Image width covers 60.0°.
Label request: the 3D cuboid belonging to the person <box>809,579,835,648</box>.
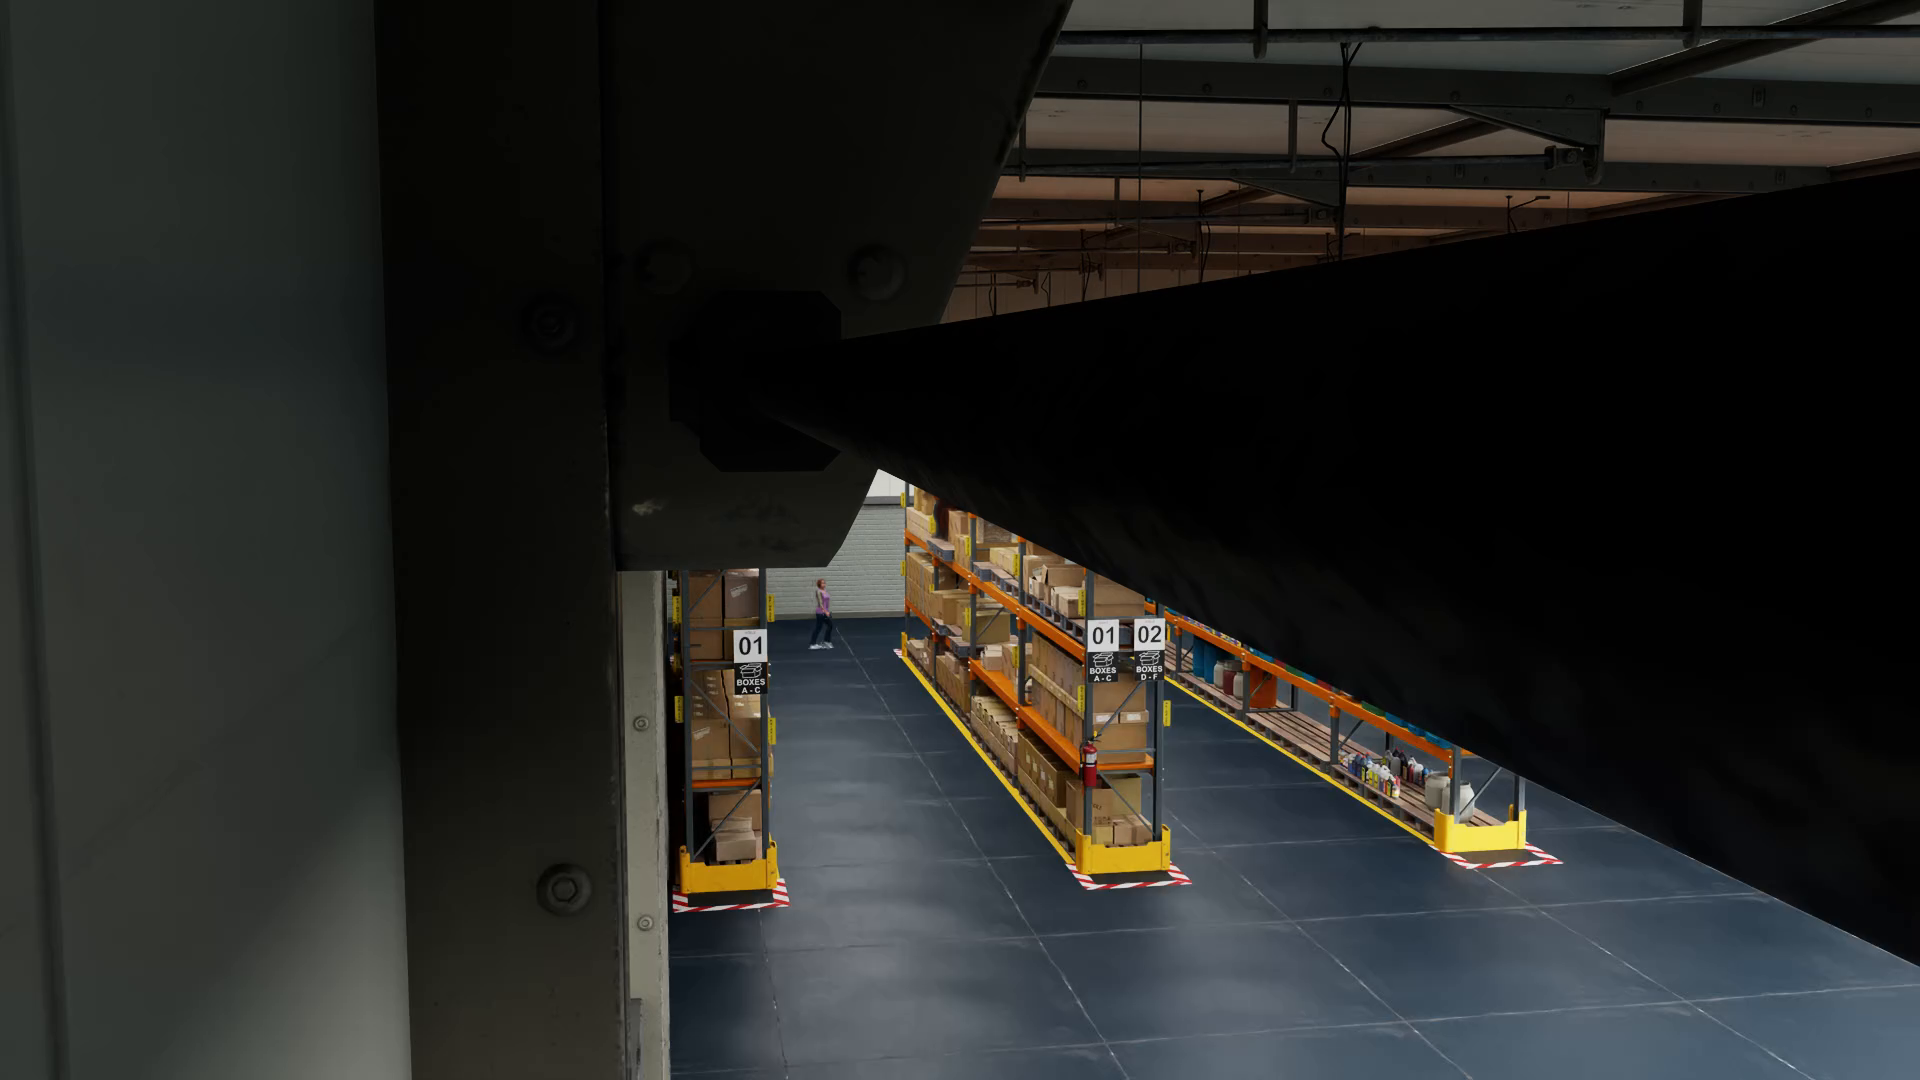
[{"bbox_3d":[-3.098,1.667,37.312,0.577,1.609,0.524,-1,6,-7],"label":"person"}]
